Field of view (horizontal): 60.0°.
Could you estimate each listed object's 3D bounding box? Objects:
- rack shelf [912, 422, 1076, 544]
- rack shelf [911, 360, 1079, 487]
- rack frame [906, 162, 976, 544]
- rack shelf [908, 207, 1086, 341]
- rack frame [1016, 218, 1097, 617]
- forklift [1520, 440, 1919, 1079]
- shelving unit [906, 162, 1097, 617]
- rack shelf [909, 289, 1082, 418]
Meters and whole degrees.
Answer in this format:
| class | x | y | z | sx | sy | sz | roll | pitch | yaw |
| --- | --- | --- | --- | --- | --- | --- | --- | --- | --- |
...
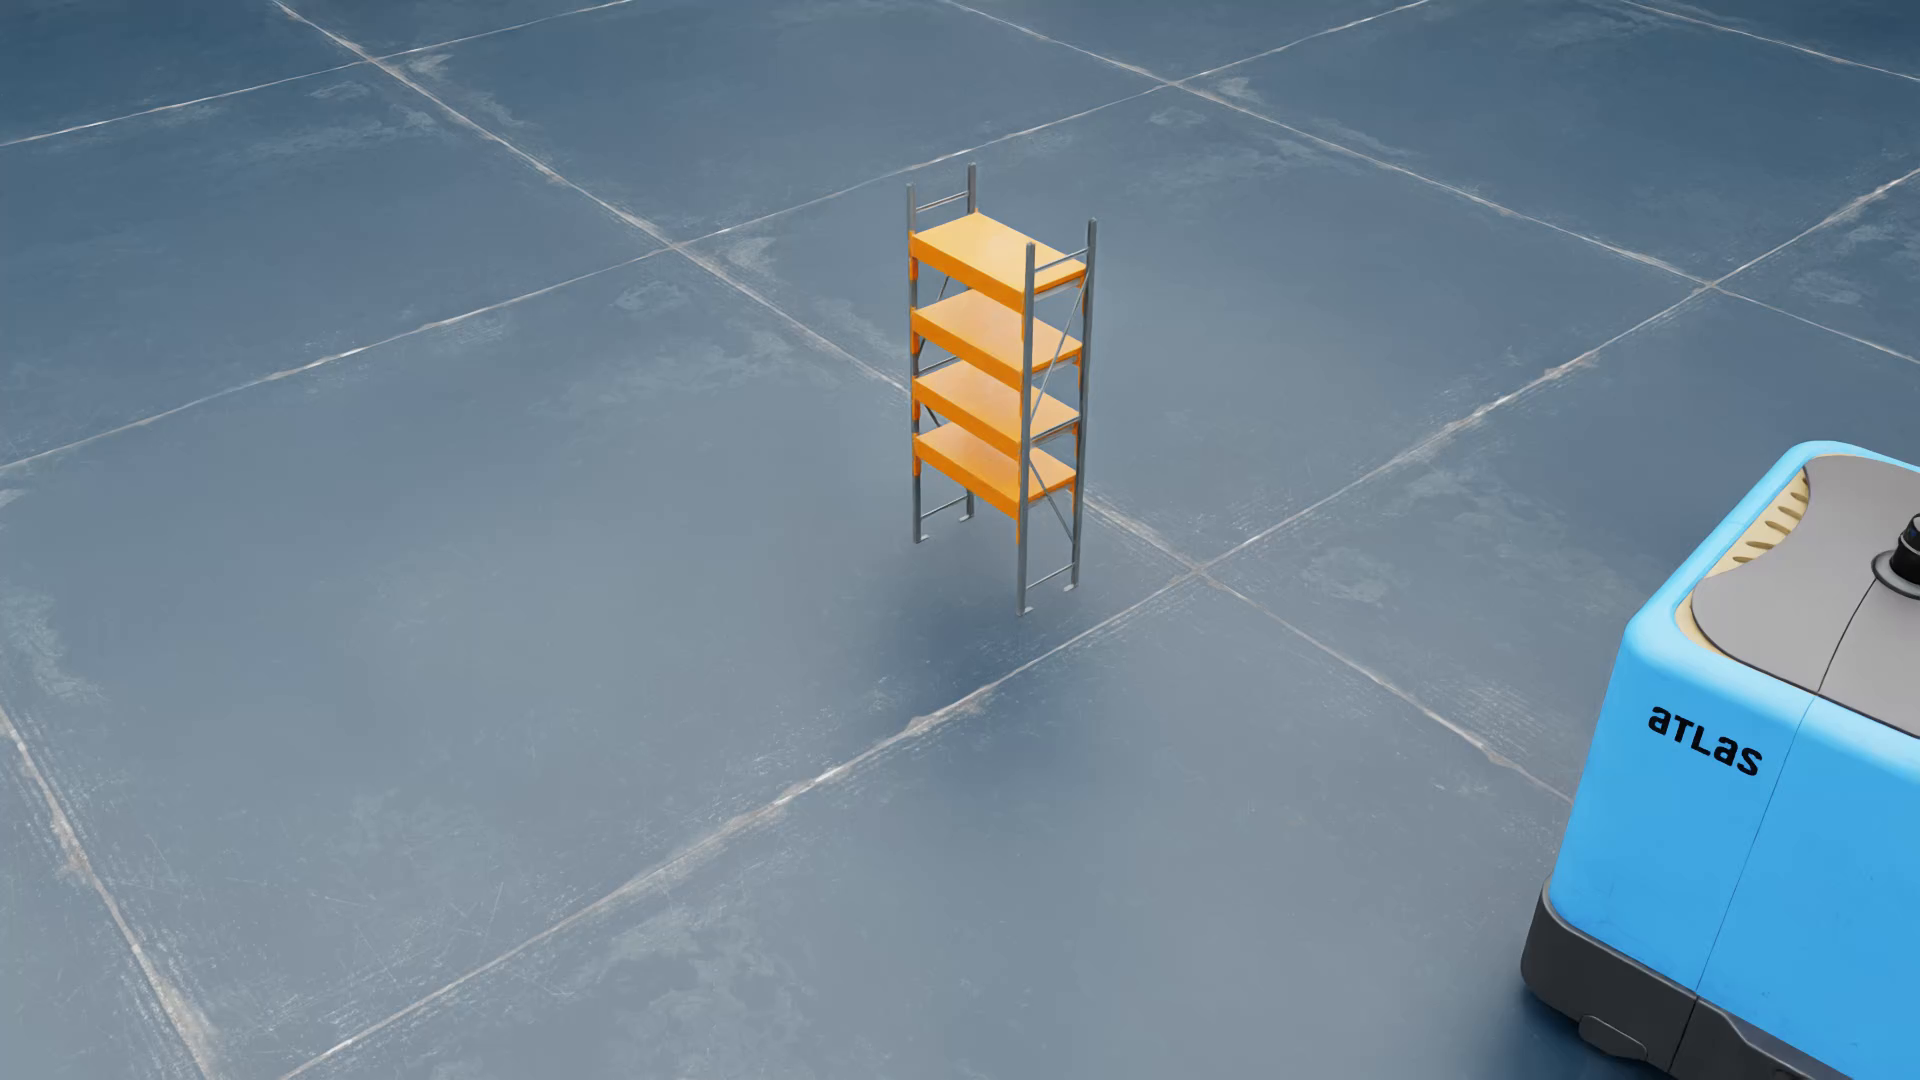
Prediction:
| class | x | y | z | sx | sy | sz | roll | pitch | yaw |
| --- | --- | --- | --- | --- | --- | --- | --- | --- | --- |
| rack shelf | 0.107 | -0.200 | 4.954 | 0.258 | 0.148 | 0.480 | -26 | 43 | -32 |
| rack shelf | 0.107 | -0.362 | 4.839 | 0.258 | 0.148 | 0.480 | -26 | 43 | -32 |
| rack frame | -0.051 | -0.524 | 4.952 | 0.240 | 1.200 | 0.015 | -26 | 43 | -32 |
| rack shelf | 0.107 | -0.737 | 4.573 | 0.258 | 0.148 | 0.480 | -26 | 43 | -32 |
| rack frame | 0.264 | -0.309 | 4.648 | 0.240 | 1.200 | 0.015 | -26 | 43 | -32 |
| forklift | 2.696 | 0.209 | 2.418 | 3.031 | 2.935 | 1.130 | 28 | 44 | 33 |
| shelving unit | 0.107 | -0.417 | 4.800 | 0.258 | 1.200 | 0.503 | -26 | 43 | -32 |
| rack shelf | 0.107 | -0.544 | 4.710 | 0.258 | 0.148 | 0.480 | -26 | 43 | -32 |
